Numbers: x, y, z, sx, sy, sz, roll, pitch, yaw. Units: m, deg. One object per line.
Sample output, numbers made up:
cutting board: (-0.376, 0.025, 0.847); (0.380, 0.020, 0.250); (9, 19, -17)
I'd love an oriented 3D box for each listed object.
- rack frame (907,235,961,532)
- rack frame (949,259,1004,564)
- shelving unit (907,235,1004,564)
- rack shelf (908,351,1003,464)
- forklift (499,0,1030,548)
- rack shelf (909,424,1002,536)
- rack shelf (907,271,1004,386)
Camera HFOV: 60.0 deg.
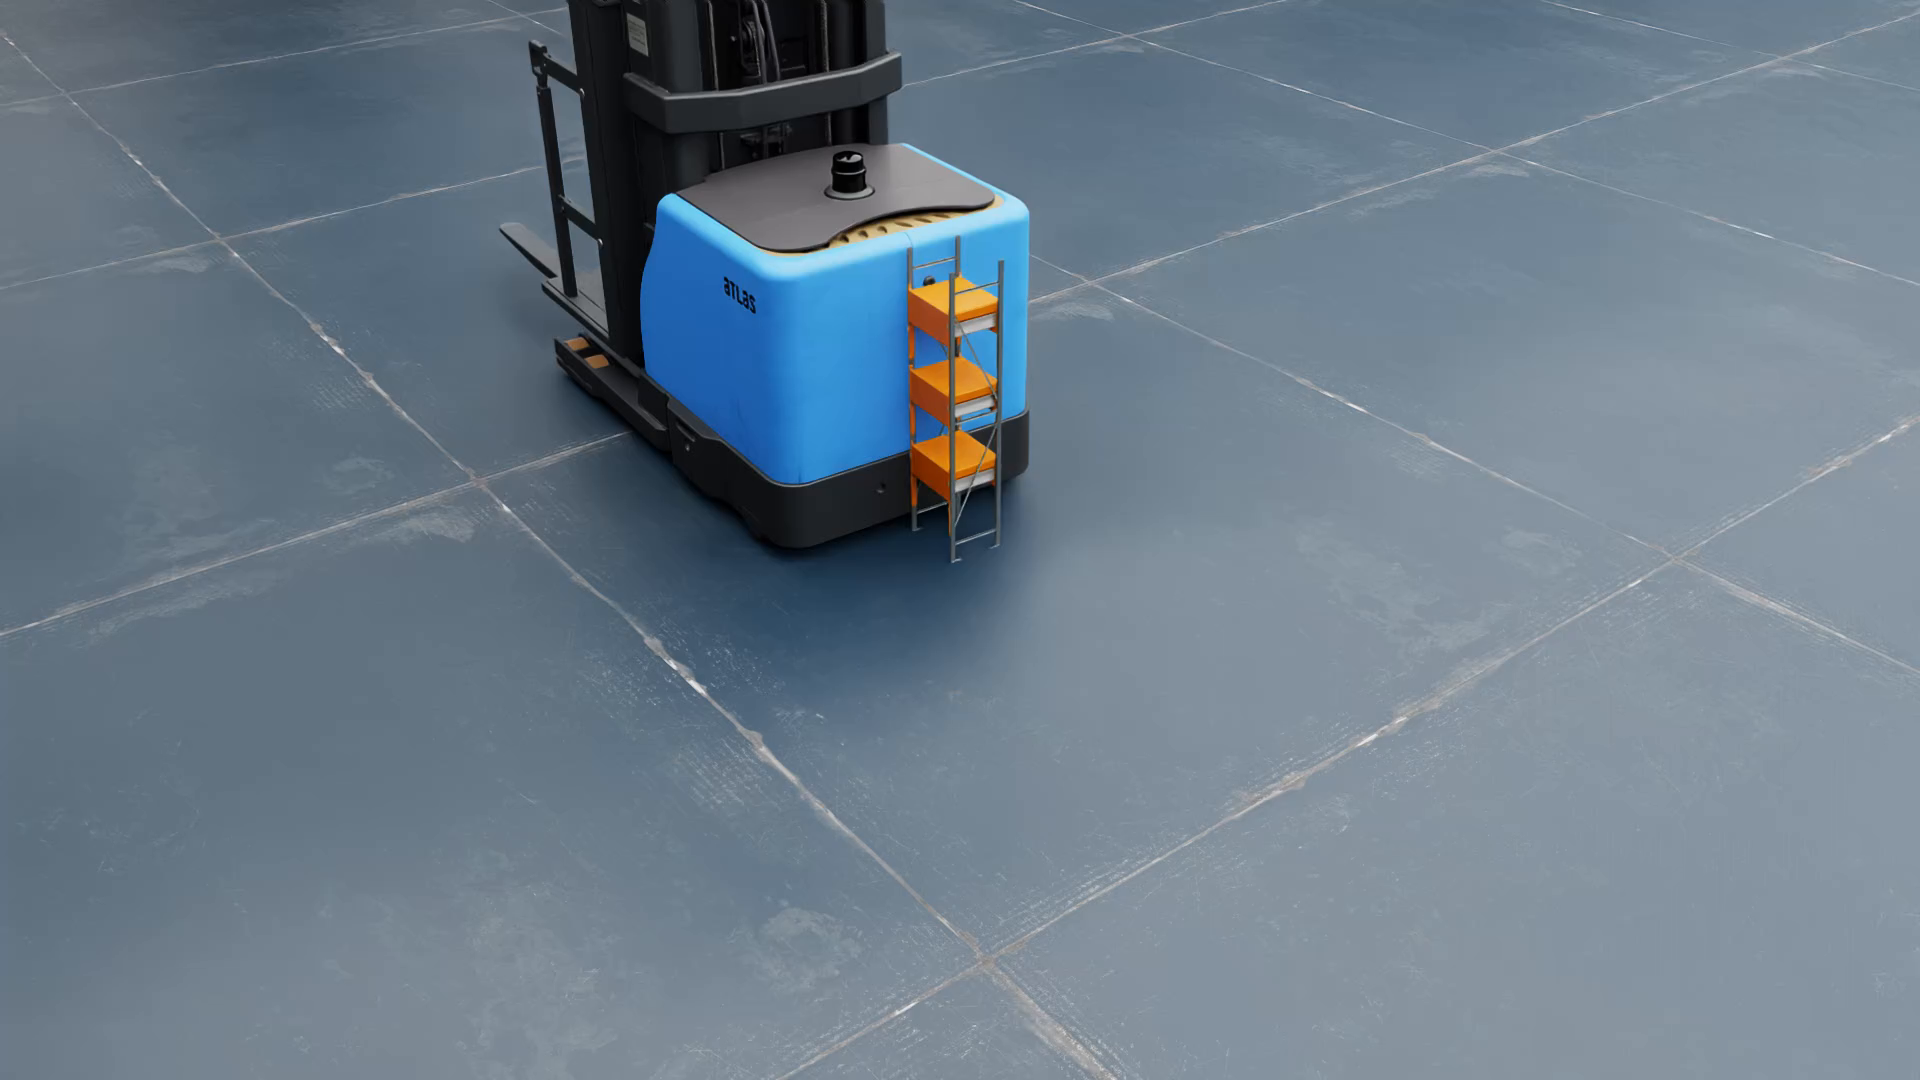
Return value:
rack frame: (-0.083, -0.503, 5.565); (0.200, 1.050, 0.008); (-19, 37, -28)
rack frame: (0.052, -0.396, 5.392); (0.200, 1.050, 0.008); (-19, 37, -28)
shelving unit: (-0.016, -0.449, 5.478); (0.215, 1.050, 0.252); (-19, 37, -28)
rack shelf: (-0.016, -0.440, 5.484); (0.215, 0.259, 0.240); (-19, 37, -28)
forklift: (-0.996, -1.949, 6.110); (1.130, 2.935, 3.031); (-20, 37, -29)
rack shelf: (-0.016, -0.204, 5.630); (0.215, 0.259, 0.240); (-19, 37, -28)
rack shelf: (-0.016, -0.681, 5.334); (0.215, 0.259, 0.240); (-19, 37, -28)
